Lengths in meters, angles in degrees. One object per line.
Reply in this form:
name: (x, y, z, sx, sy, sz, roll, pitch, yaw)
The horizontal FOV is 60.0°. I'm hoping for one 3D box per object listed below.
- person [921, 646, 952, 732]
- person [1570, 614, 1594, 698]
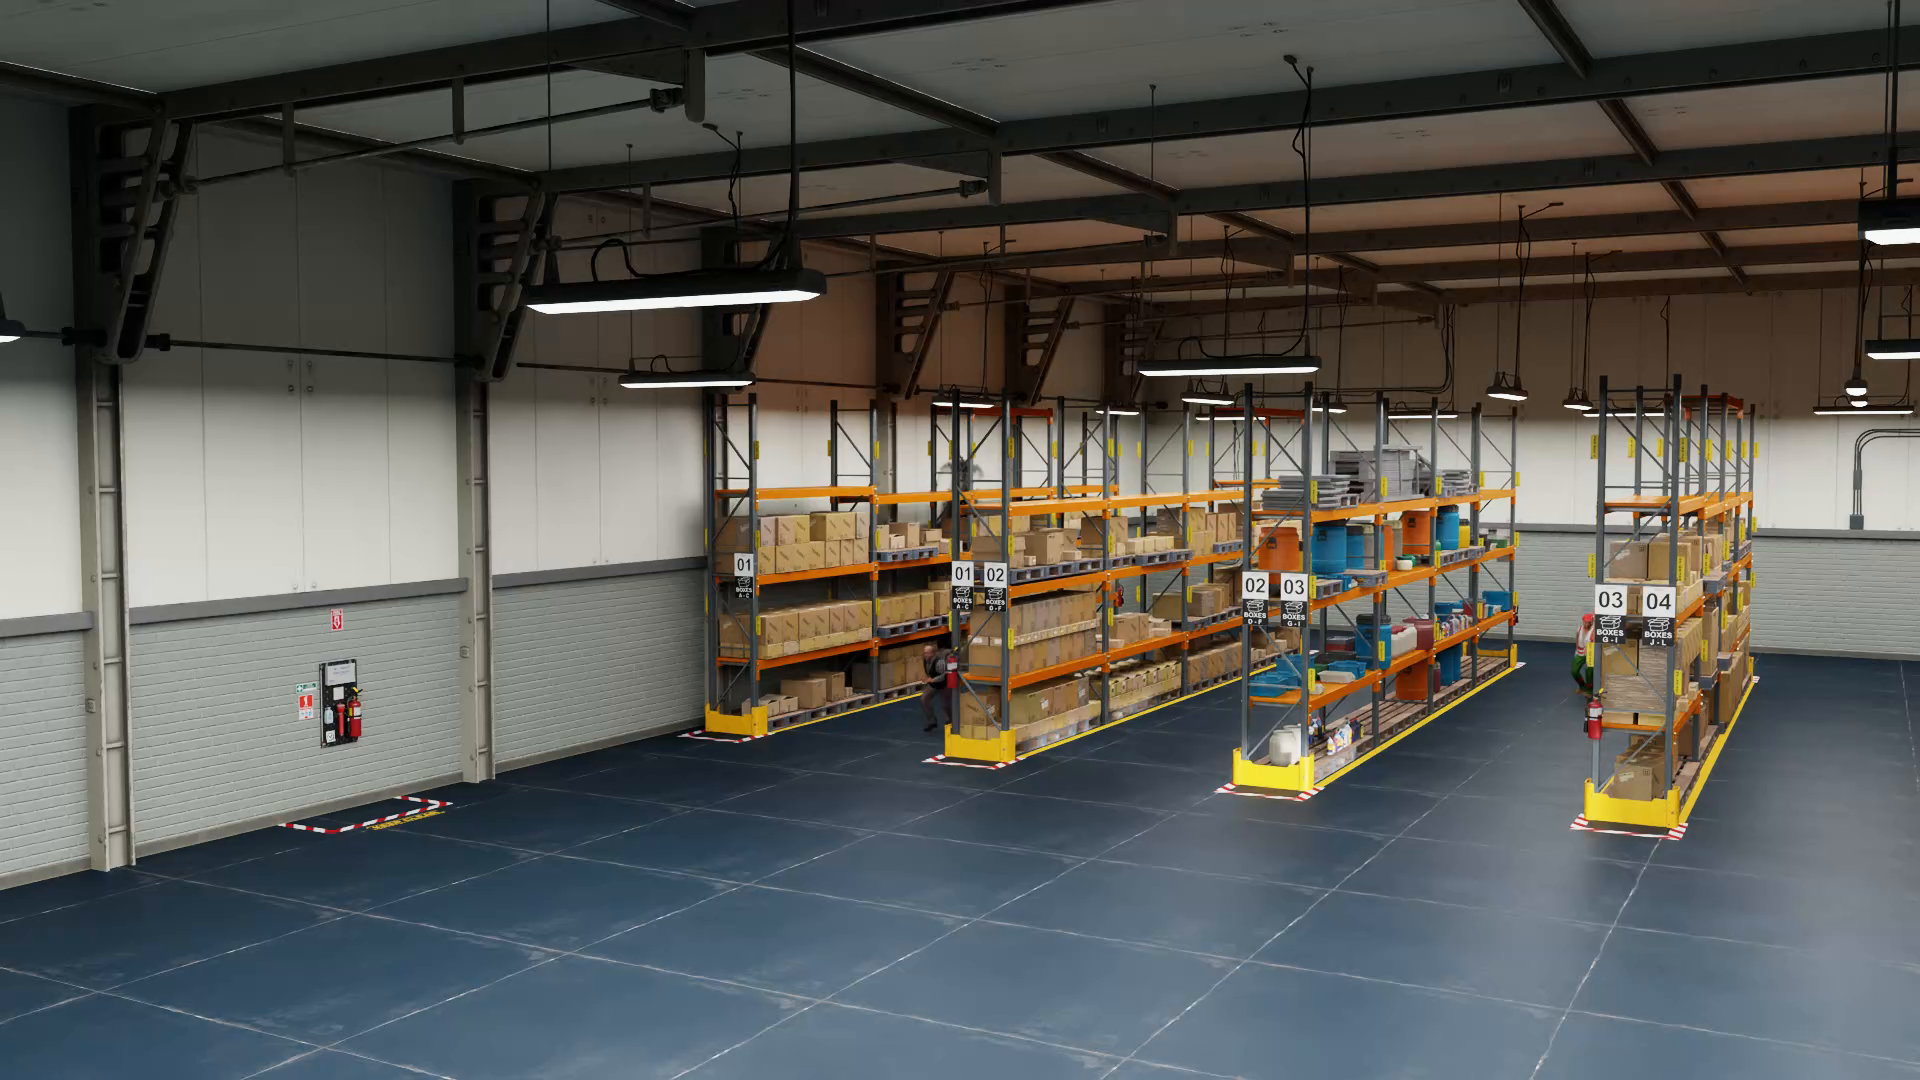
person: (-0.359, 2.613, 29.558, 0.672, 1.539, 1.099, 2, 4, 39)
person: (12.550, 2.325, 33.303, 0.681, 1.728, 0.670, 3, 4, 44)
